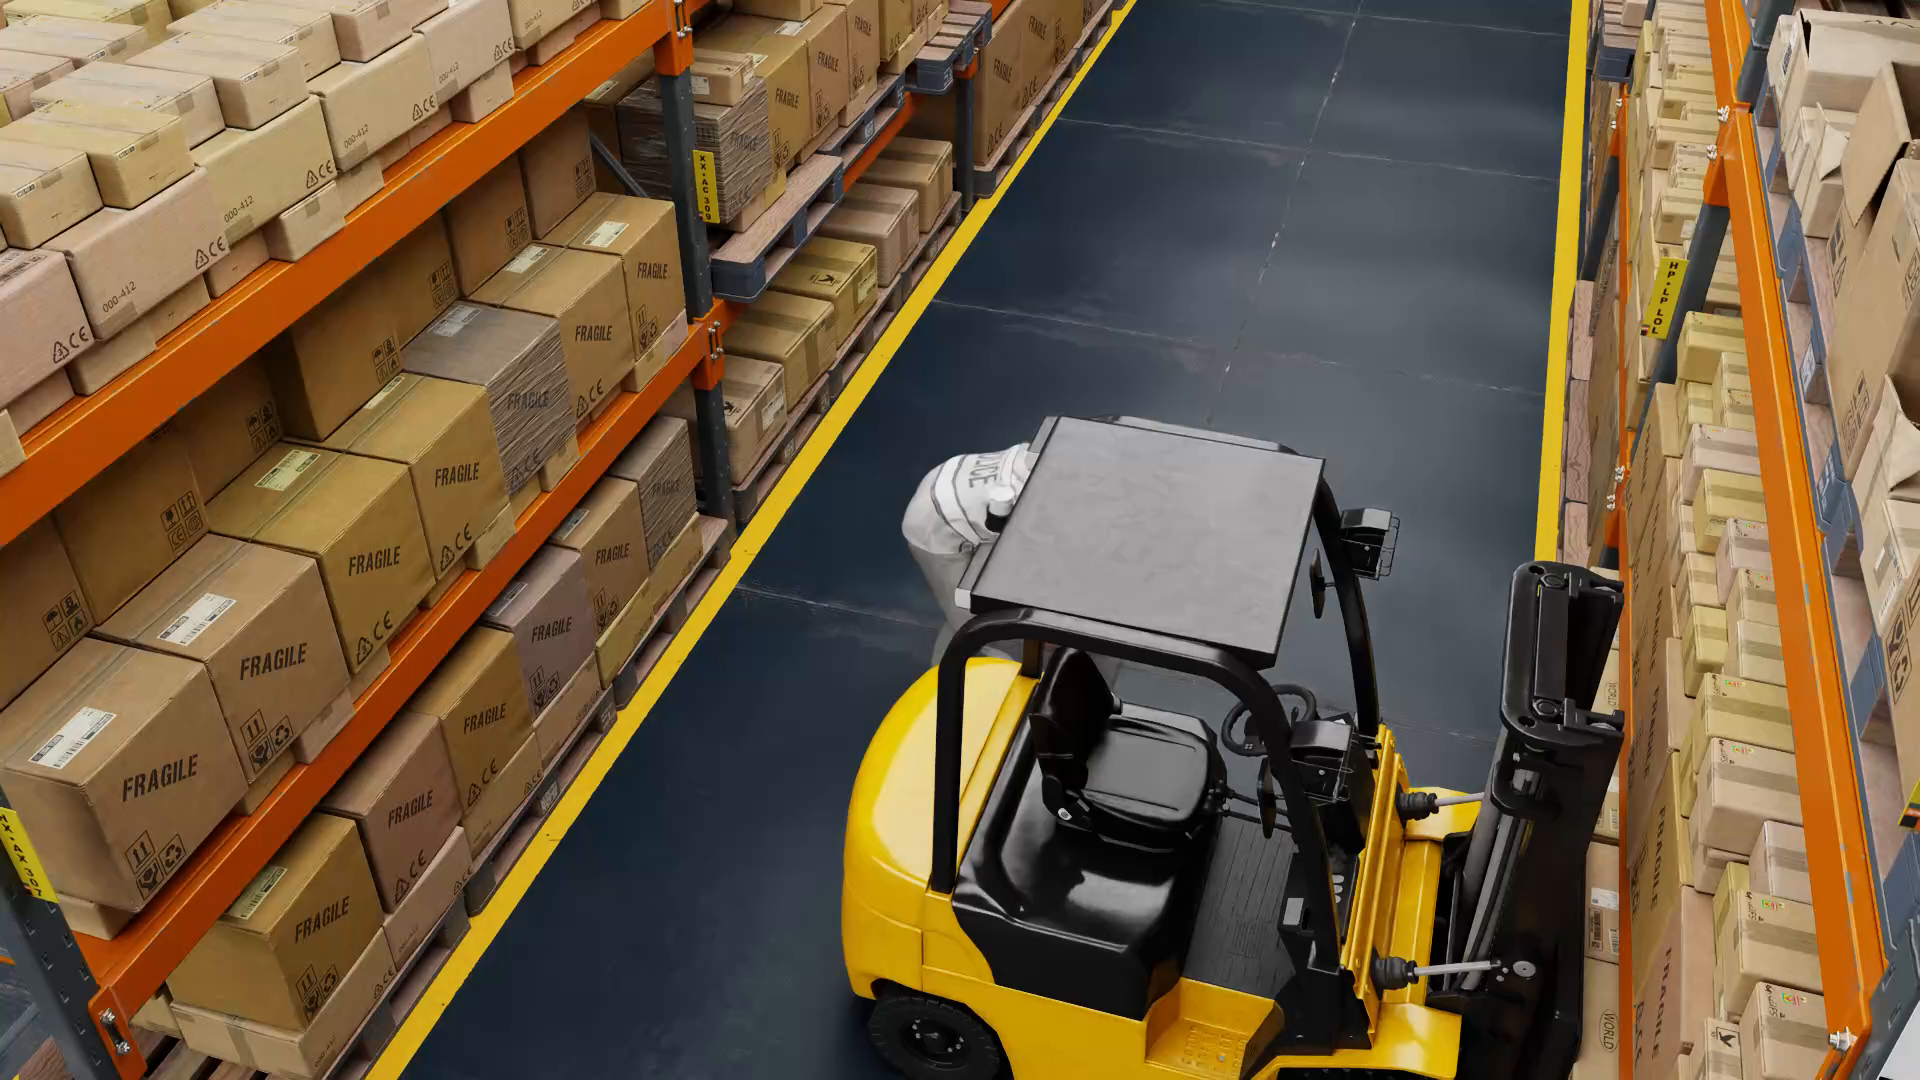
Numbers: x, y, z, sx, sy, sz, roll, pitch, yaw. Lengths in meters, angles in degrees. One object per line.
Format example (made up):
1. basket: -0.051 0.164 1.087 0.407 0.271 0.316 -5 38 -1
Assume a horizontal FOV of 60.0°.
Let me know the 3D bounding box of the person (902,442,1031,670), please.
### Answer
1. person: 0.245 0.107 7.033 0.962 1.413 0.501 10 38 13
